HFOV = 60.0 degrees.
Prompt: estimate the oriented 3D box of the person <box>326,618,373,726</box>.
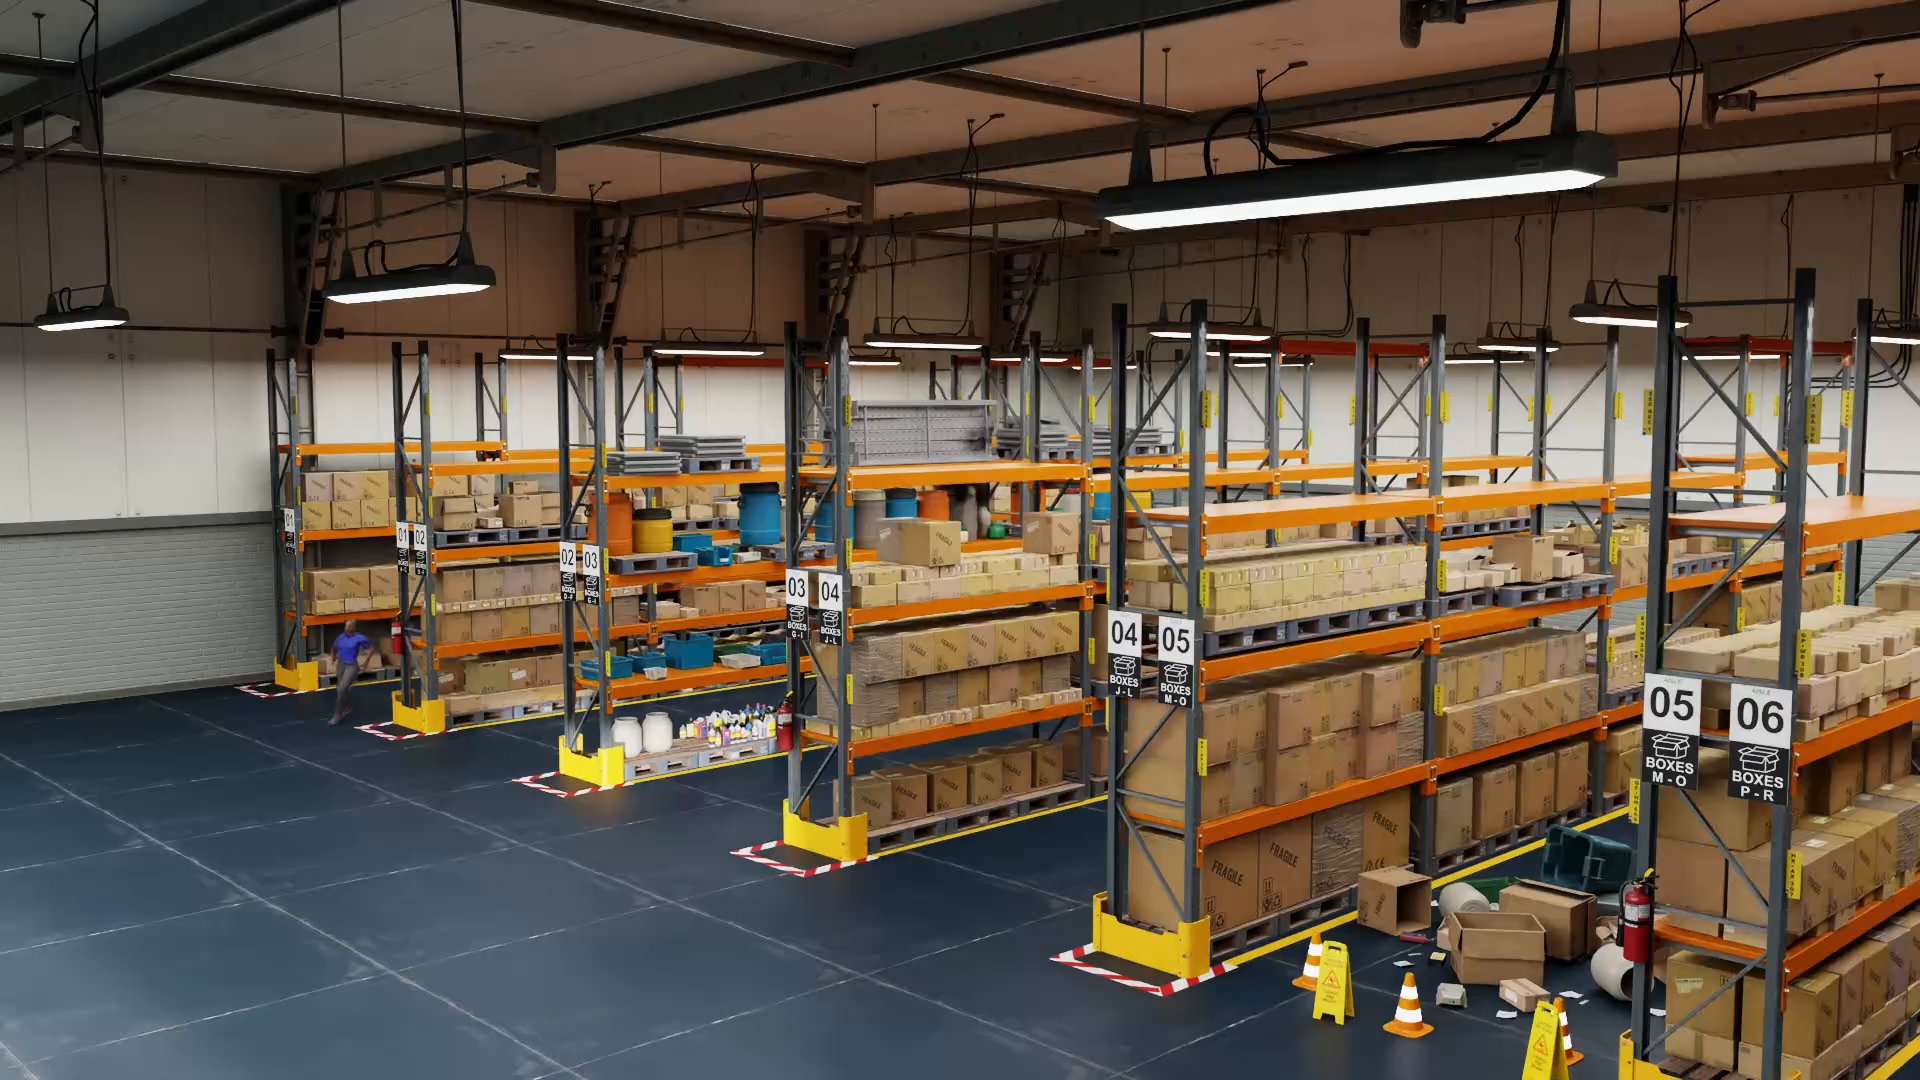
[{"bbox_3d":[-9.711,2.073,26.382,0.668,1.676,0.815,1,5,15],"label":"person"}]
